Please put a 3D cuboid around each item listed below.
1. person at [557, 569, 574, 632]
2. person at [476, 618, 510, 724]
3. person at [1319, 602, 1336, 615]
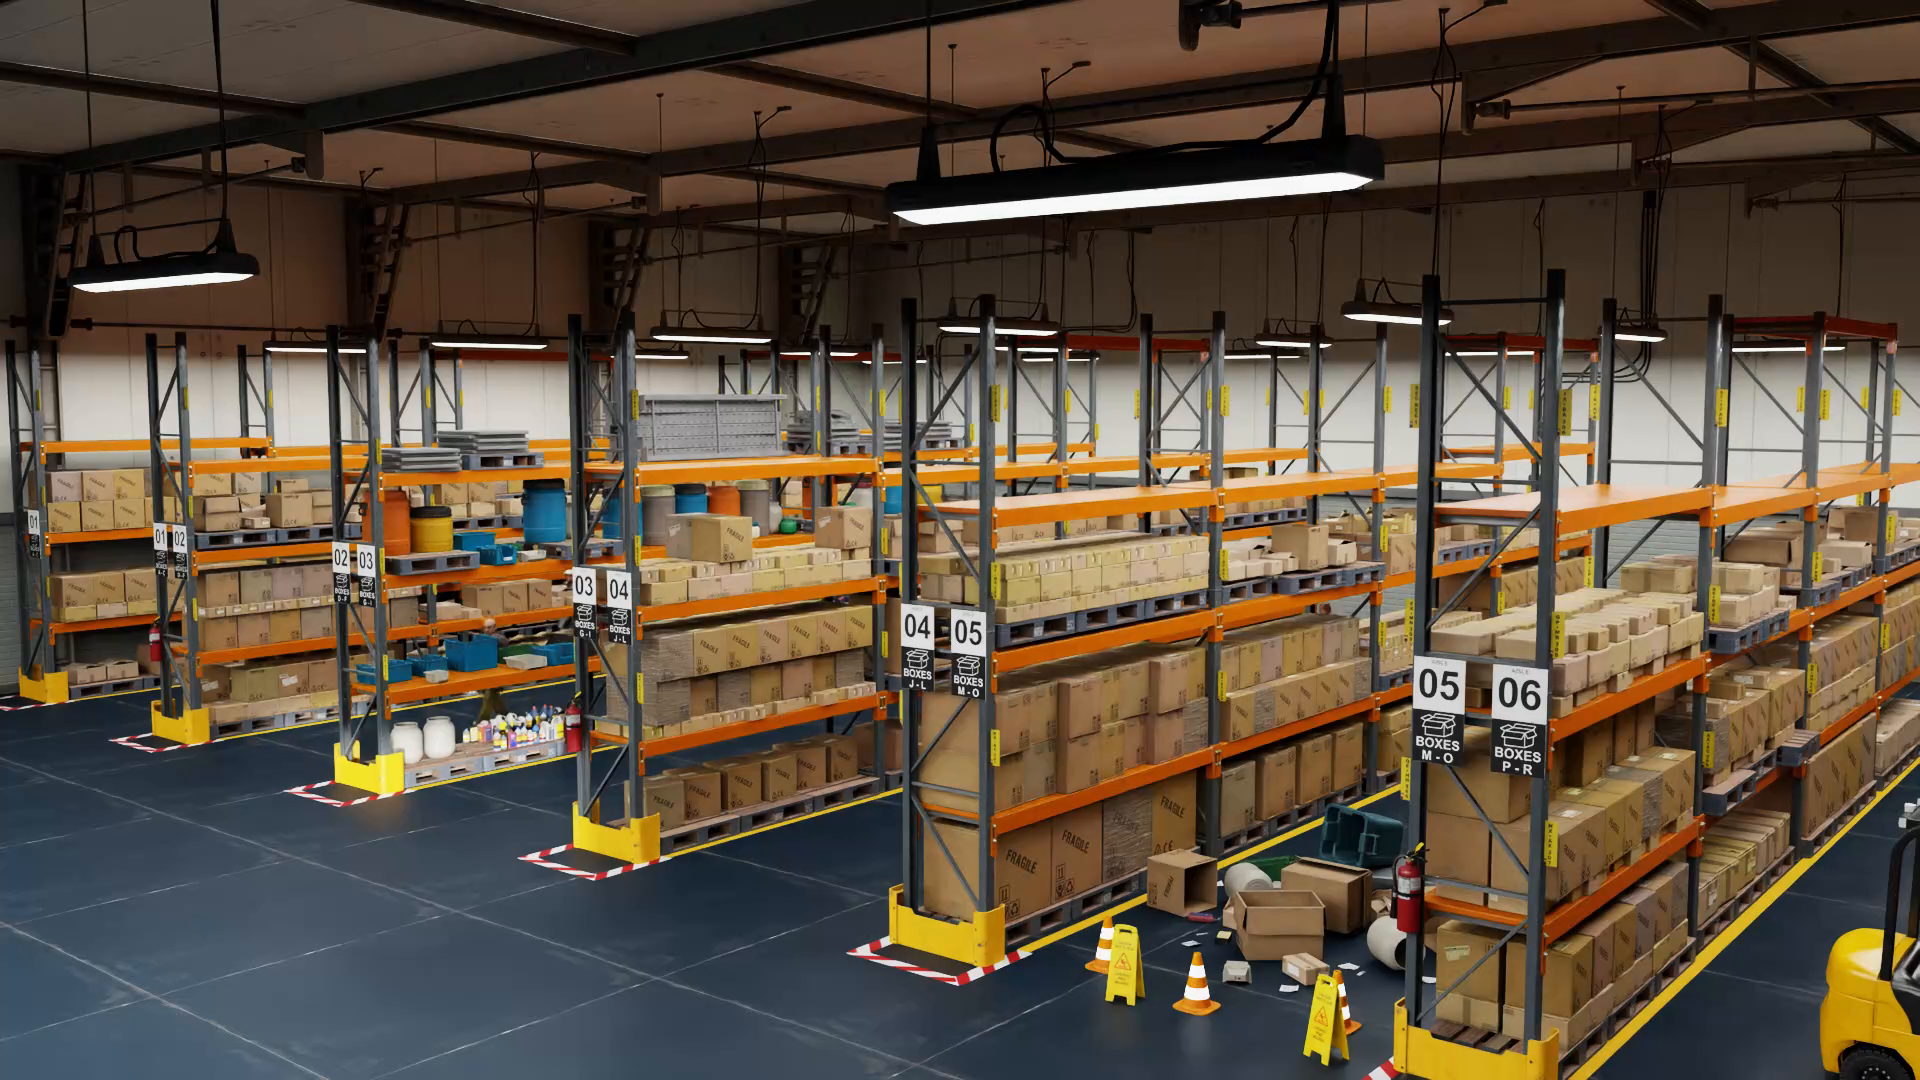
[{"bbox_3d":[-7.556,1.393,32.253,0.635,1.718,1.068,4,6,36],"label":"person"},{"bbox_3d":[-7.090,2.040,25.023,0.562,1.730,1.037,3,6,28],"label":"person"},{"bbox_3d":[6.417,1.803,28.790,0.795,1.515,0.561,-5,7,-42],"label":"person"}]
